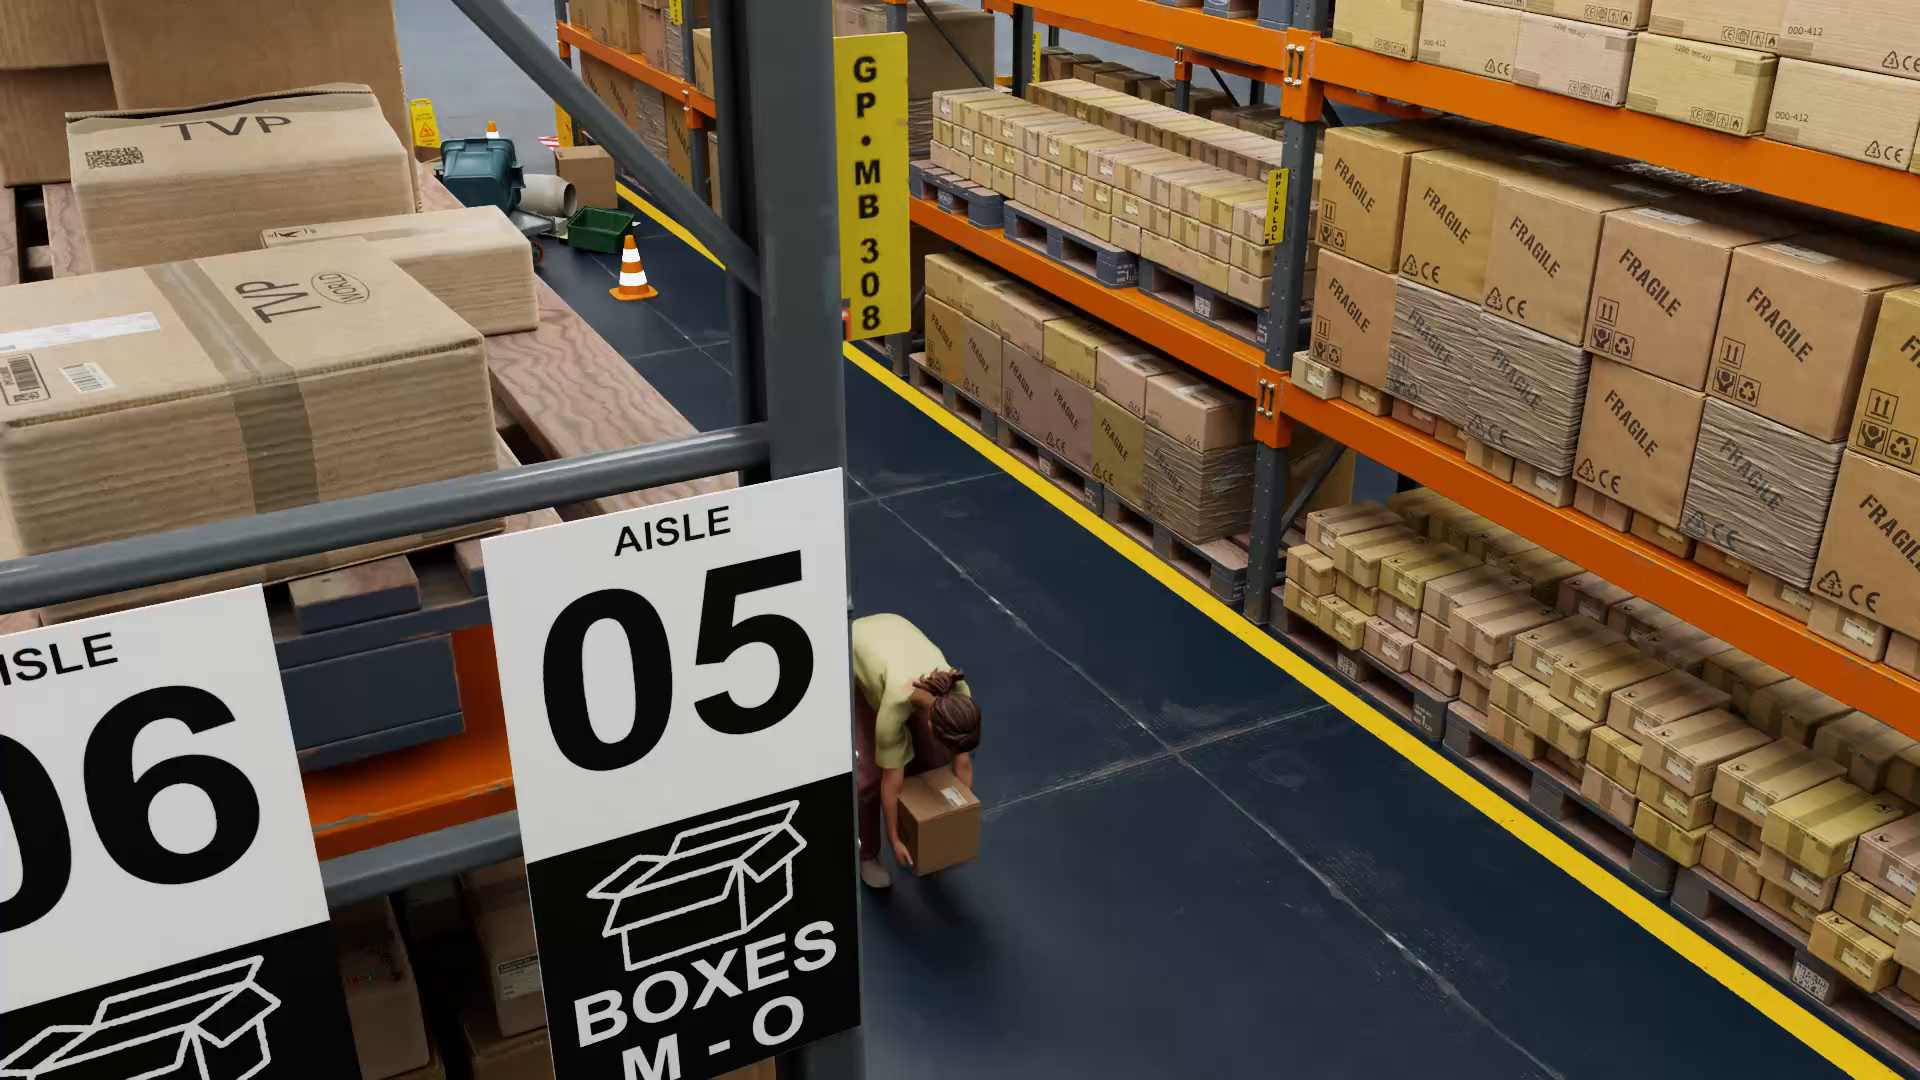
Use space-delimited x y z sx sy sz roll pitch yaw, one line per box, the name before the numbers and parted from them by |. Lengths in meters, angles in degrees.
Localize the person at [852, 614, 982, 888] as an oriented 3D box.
person | -0.176 0.841 6.101 0.428 1.033 0.872 -14 29 -27
